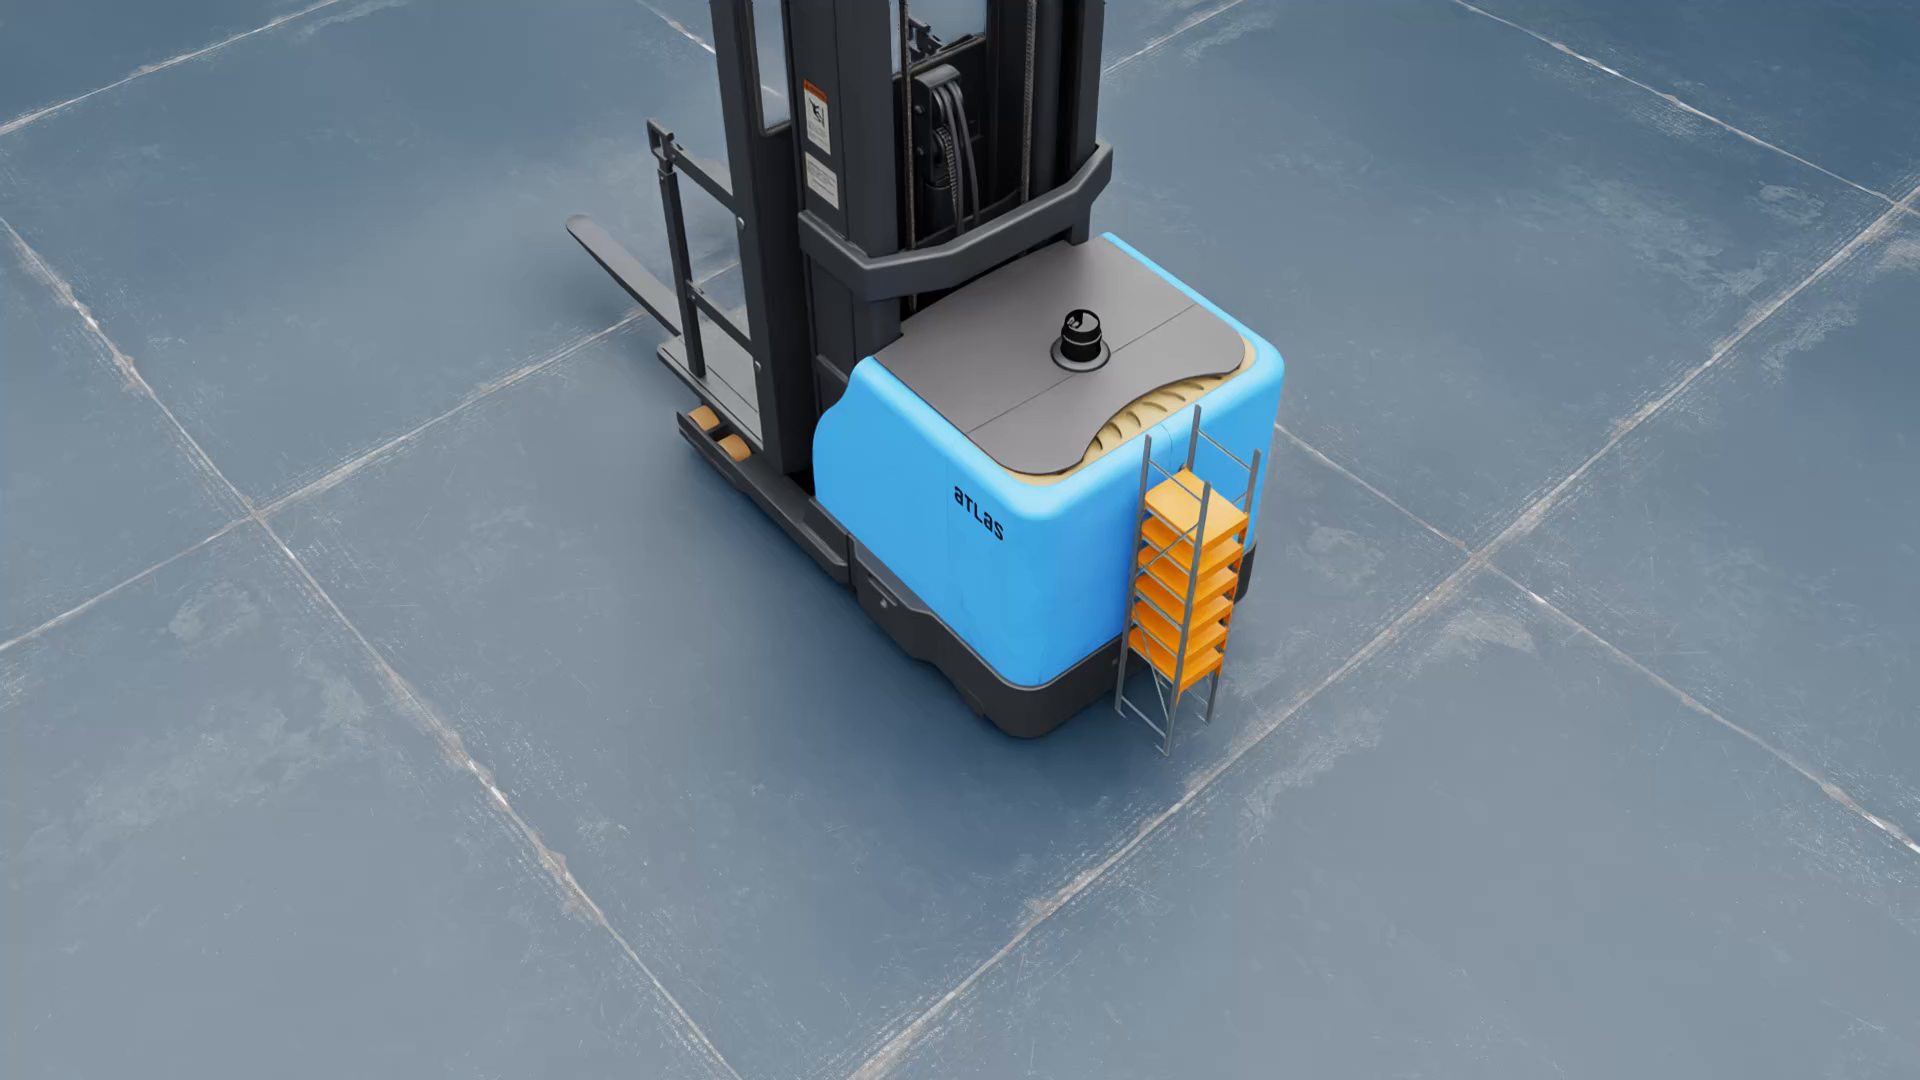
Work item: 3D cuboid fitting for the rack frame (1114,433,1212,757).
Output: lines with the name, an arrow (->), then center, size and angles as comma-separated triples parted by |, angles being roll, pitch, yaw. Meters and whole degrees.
rack frame -> 0.566, 0.195, 4.754 | 0.006, 1.200, 0.240 | -31, 54, -25

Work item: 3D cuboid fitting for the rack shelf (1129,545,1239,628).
rack shelf -> 0.637, 0.101, 4.738 | 0.180, 0.103, 0.258 | -31, 54, -25

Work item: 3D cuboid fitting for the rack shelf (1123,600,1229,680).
rack shelf -> 0.637, 0.263, 4.914 | 0.180, 0.103, 0.258 | -31, 54, -25

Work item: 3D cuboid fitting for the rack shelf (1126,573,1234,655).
rack shelf -> 0.637, 0.182, 4.826 | 0.180, 0.103, 0.258 | -31, 54, -25

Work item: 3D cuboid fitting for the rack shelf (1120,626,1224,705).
rack shelf -> 0.637, 0.345, 5.002 | 0.180, 0.103, 0.258 | -31, 54, -25

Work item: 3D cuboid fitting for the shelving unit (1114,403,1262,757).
shelving unit -> 0.637, 0.152, 4.793 | 0.189, 1.200, 0.258 | -31, 54, -25

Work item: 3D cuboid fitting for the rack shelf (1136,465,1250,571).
rack shelf -> 0.637, -0.062, 4.561 | 0.180, 0.103, 0.258 | -31, 54, -25

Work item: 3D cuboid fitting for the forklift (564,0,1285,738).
forklift -> -0.363, -1.413, 5.059 | 1.130, 2.935, 3.031 | -31, 54, -25

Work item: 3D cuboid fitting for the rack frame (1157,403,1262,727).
rack frame -> 0.708, 0.110, 4.832 | 0.006, 1.200, 0.240 | -31, 54, -25

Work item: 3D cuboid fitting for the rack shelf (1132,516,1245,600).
rack shelf -> 0.637, 0.019, 4.649 | 0.180, 0.103, 0.258 | -31, 54, -25
